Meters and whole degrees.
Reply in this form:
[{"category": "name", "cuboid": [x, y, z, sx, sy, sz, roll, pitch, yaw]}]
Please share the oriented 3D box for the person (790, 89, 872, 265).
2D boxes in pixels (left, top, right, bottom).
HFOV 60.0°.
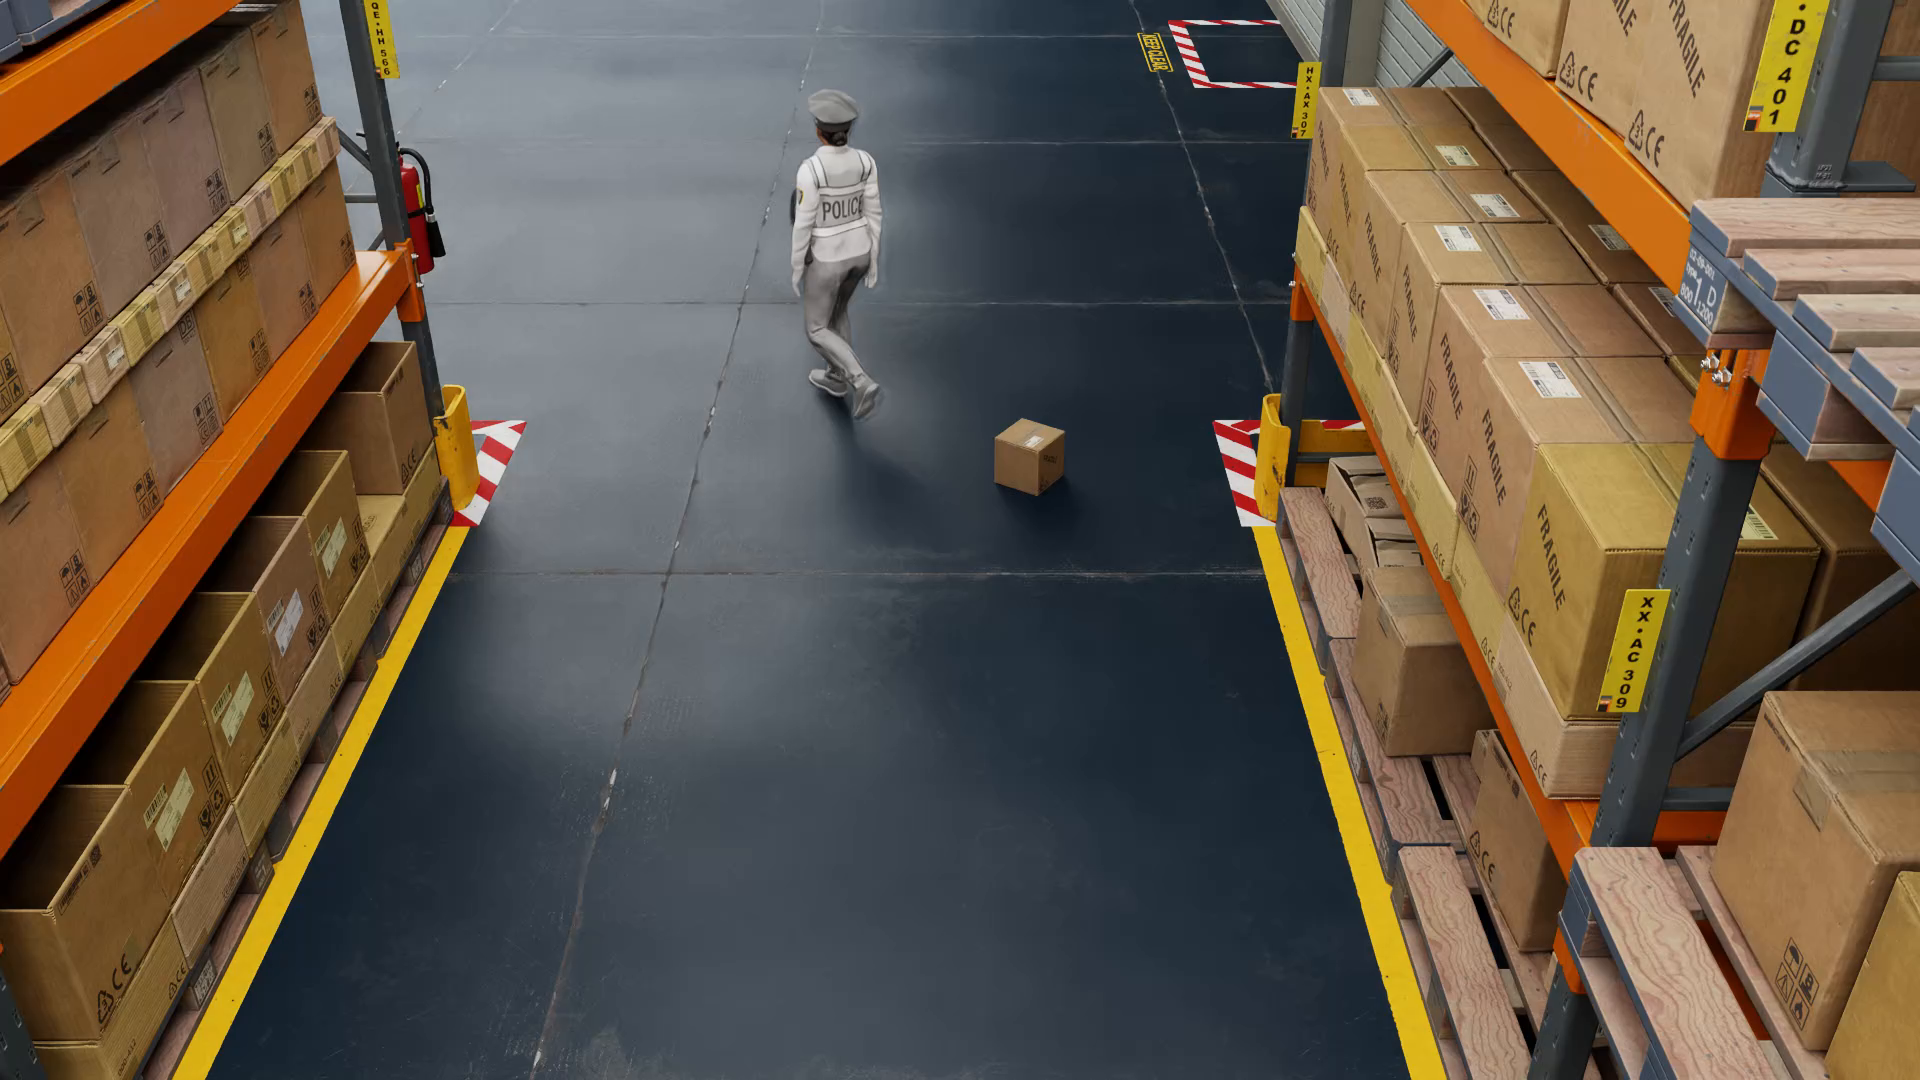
[{"category": "person", "cuboid": [-0.641, -1.787, 8.188, 0.367, 0.828, 0.329, -23, 39, -32]}]
